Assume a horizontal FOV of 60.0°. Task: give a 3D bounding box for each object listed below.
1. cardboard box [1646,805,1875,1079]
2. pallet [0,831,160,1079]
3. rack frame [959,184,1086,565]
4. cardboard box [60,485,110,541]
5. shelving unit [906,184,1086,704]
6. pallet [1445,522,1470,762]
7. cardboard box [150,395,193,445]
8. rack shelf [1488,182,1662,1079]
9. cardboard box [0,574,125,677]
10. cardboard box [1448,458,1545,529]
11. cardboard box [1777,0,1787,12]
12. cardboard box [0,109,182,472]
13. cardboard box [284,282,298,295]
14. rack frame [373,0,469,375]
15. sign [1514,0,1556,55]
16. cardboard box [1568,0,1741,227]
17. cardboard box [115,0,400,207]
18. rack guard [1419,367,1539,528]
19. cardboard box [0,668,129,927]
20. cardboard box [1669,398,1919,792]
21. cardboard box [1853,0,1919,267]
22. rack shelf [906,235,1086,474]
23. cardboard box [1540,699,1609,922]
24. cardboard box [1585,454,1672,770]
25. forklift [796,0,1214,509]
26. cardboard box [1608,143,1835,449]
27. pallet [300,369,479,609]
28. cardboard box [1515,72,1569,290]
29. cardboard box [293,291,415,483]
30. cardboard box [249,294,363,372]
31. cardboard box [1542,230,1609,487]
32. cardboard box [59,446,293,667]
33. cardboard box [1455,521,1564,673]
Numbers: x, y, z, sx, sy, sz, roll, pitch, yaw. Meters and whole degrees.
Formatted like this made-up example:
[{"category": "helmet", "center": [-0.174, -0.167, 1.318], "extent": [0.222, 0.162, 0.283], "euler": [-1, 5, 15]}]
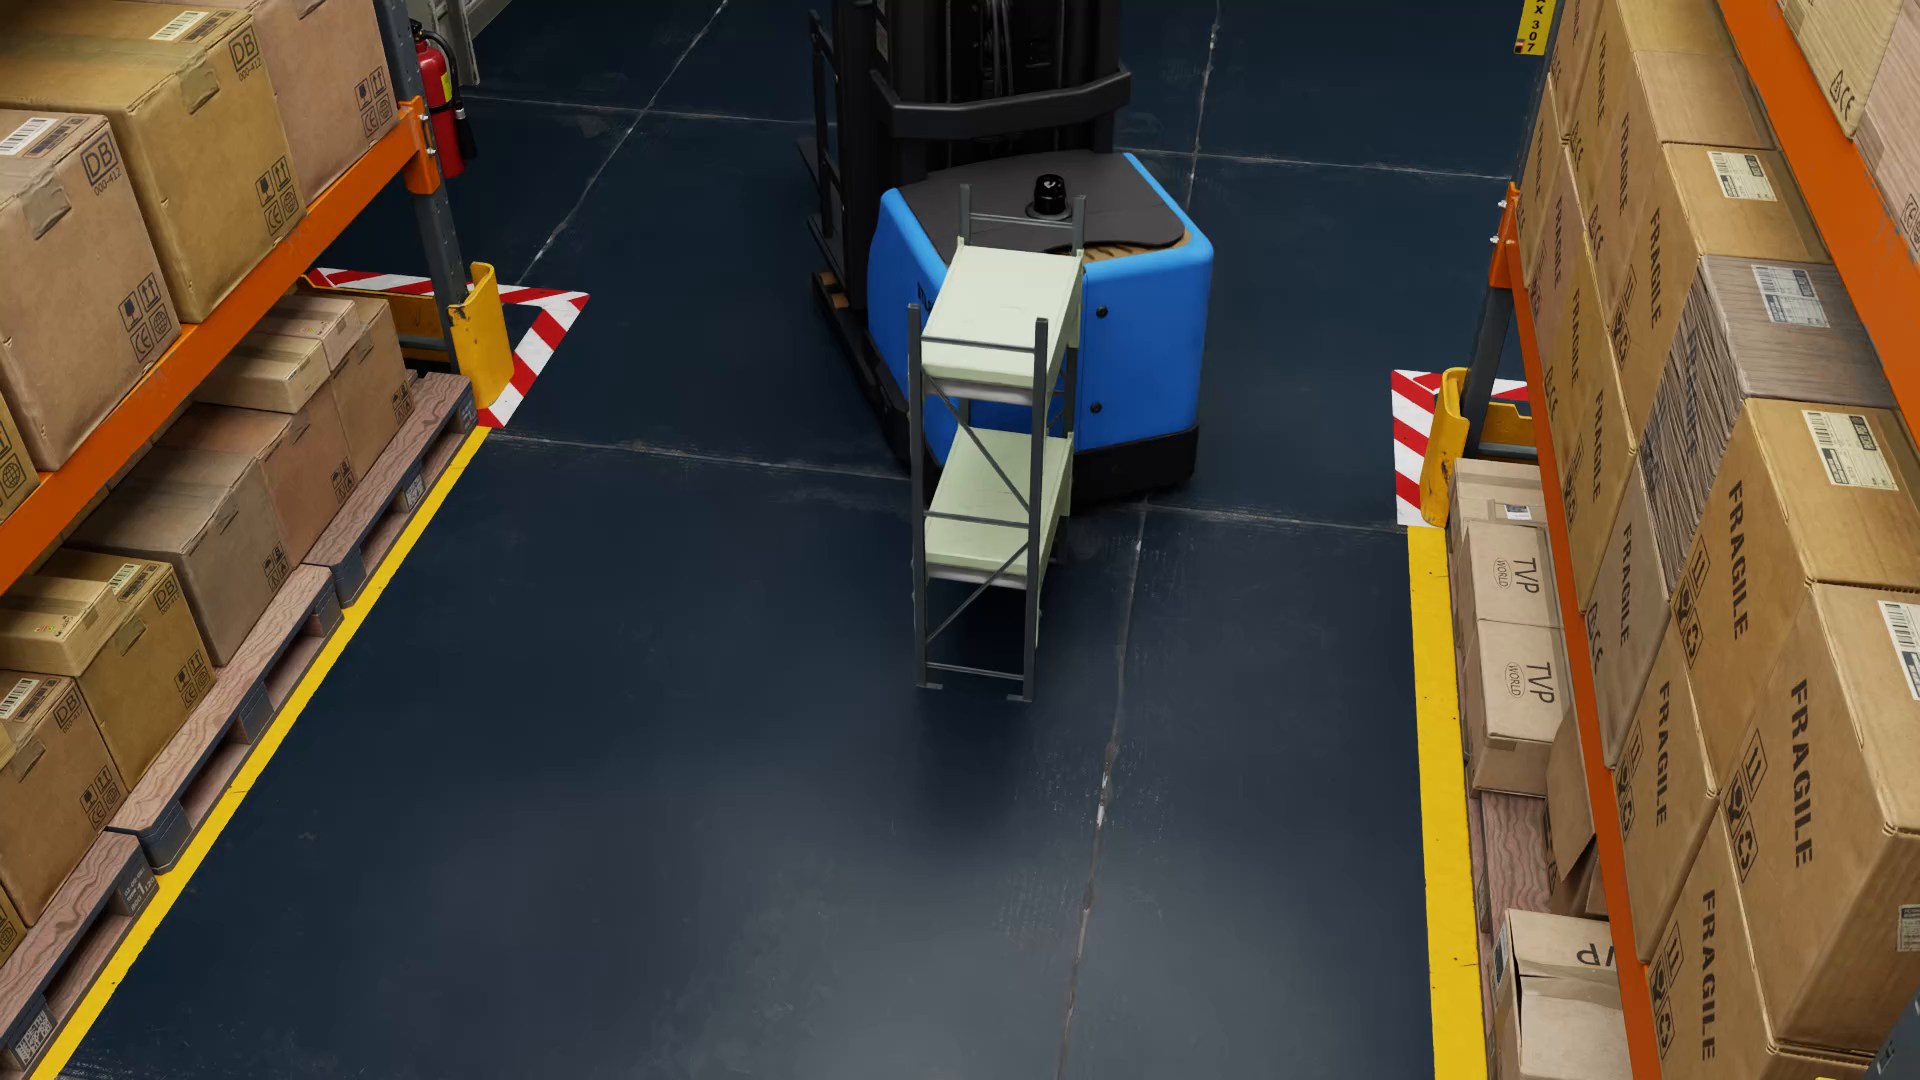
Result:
[{"category": "cardboard box", "center": [1.516, 0.828, 2.816], "extent": [0.500, 0.500, 0.500], "euler": [7, 40, 8]}, {"category": "pallet", "center": [-2.989, 1.271, 4.547], "extent": [1.003, 0.211, 1.213], "euler": [6, 40, 8]}, {"category": "rack frame", "center": [0.196, -0.517, 5.698], "extent": [0.400, 1.500, 0.023], "euler": [7, 40, 9]}, {"category": "cardboard box", "center": [-2.921, -0.148, 5.198], "extent": [0.380, 0.149, 0.250], "euler": [7, 40, 8]}, {"category": "shelving unit", "center": [0.123, -0.288, 5.422], "extent": [0.431, 1.500, 0.755], "euler": [7, 40, 9]}, {"category": "pallet", "center": [2.224, 0.321, 5.696], "extent": [1.003, 0.211, 1.213], "euler": [6, 40, 8]}, {"category": "cardboard box", "center": [-2.834, -0.469, 5.586], "extent": [0.380, 0.149, 0.250], "euler": [7, 40, 8]}, {"category": "rack shelf", "center": [2.028, 0.231, 4.181], "extent": [1.077, 0.370, 4.000], "euler": [6, 40, 8]}, {"category": "cardboard box", "center": [-2.638, 0.236, 4.734], "extent": [0.380, 0.149, 0.250], "euler": [5, 40, 6]}, {"category": "cardboard box", "center": [1.963, -0.148, 5.967], "extent": [0.380, 0.149, 0.250], "euler": [6, 40, 8]}, {"category": "cardboard box", "center": [1.770, -1.165, 3.068], "extent": [0.500, 0.250, 0.500], "euler": [6, 40, 8]}, {"category": "cardboard box", "center": [-2.840, -0.705, 4.513], "extent": [0.980, 0.700, 0.700], "euler": [5, 40, 6]}, {"category": "cardboard box", "center": [-2.703, -0.944, 6.161], "extent": [0.380, 0.149, 0.250], "euler": [7, 40, 8]}, {"category": "rack frame", "center": [-2.505, -1.846, 6.128], "extent": [1.000, 3.000, 0.127], "euler": [6, 40, 8]}, {"category": "sign", "center": [1.840, -1.695, 5.267], "extent": [0.100, 0.325, 0.005], "euler": [6, 40, 8]}, {"category": "cardboard box", "center": [1.955, -1.147, 4.420], "extent": [0.500, 0.500, 0.500], "euler": [7, 40, 8]}, {"category": "cardboard box", "center": [-2.584, -1.640, 5.644], "extent": [0.980, 0.700, 0.700], "euler": [8, 40, 10]}, {"category": "rack guard", "center": [2.361, -0.291, 6.209], "extent": [1.175, 0.500, 0.348], "euler": [6, 40, 8]}, {"category": "cardboard box", "center": [-2.877, 0.693, 4.689], "extent": [0.700, 0.500, 0.500], "euler": [6, 40, 7]}, {"category": "cardboard box", "center": [1.600, 0.117, 2.891], "extent": [0.500, 0.500, 0.500], "euler": [6, 40, 7]}, {"category": "cardboard box", "center": [1.601, -0.537, 2.309], "extent": [0.500, 0.250, 0.500], "euler": [6, 40, 8]}, {"category": "rack shelf", "center": [0.123, -0.589, 5.173], "extent": [0.431, 0.370, 0.720], "euler": [7, 40, 9]}, {"category": "cardboard box", "center": [2.002, 0.822, 4.516], "extent": [0.797, 0.503, 0.637], "euler": [6, 40, 8]}, {"category": "cardboard box", "center": [1.690, 0.182, 3.598], "extent": [0.500, 0.500, 0.500], "euler": [7, 40, 9]}, {"category": "forklift", "center": [-0.028, -2.127, 6.522], "extent": [1.130, 2.935, 3.031], "euler": [-12, 41, -14]}, {"category": "cardboard box", "center": [1.776, -0.515, 3.656], "extent": [0.500, 0.500, 0.500], "euler": [6, 40, 7]}, {"category": "pallet", "center": [-2.567, -0.260, 6.399], "extent": [1.003, 0.211, 1.213], "euler": [6, 40, 8]}, {"category": "cardboard box", "center": [2.038, -1.091, 5.137], "extent": [0.500, 0.500, 0.500], "euler": [7, 40, 9]}, {"category": "cardboard box", "center": [-2.528, -0.594, 6.246], "extent": [0.700, 0.500, 0.500], "euler": [6, 40, 8]}, {"category": "cardboard box", "center": [-2.371, -0.743, 5.918], "extent": [0.380, 0.149, 0.250], "euler": [6, 40, 7]}, {"category": "cardboard box", "center": [1.864, -0.452, 4.364], "extent": [0.500, 0.500, 0.500], "euler": [6, 40, 8]}, {"category": "cardboard box", "center": [-2.701, 0.036, 5.484], "extent": [0.700, 0.500, 0.500], "euler": [5, 40, 6]}, {"category": "cardboard box", "center": [1.914, 0.212, 5.452], "extent": [0.500, 0.250, 0.500], "euler": [6, 40, 8]}]
